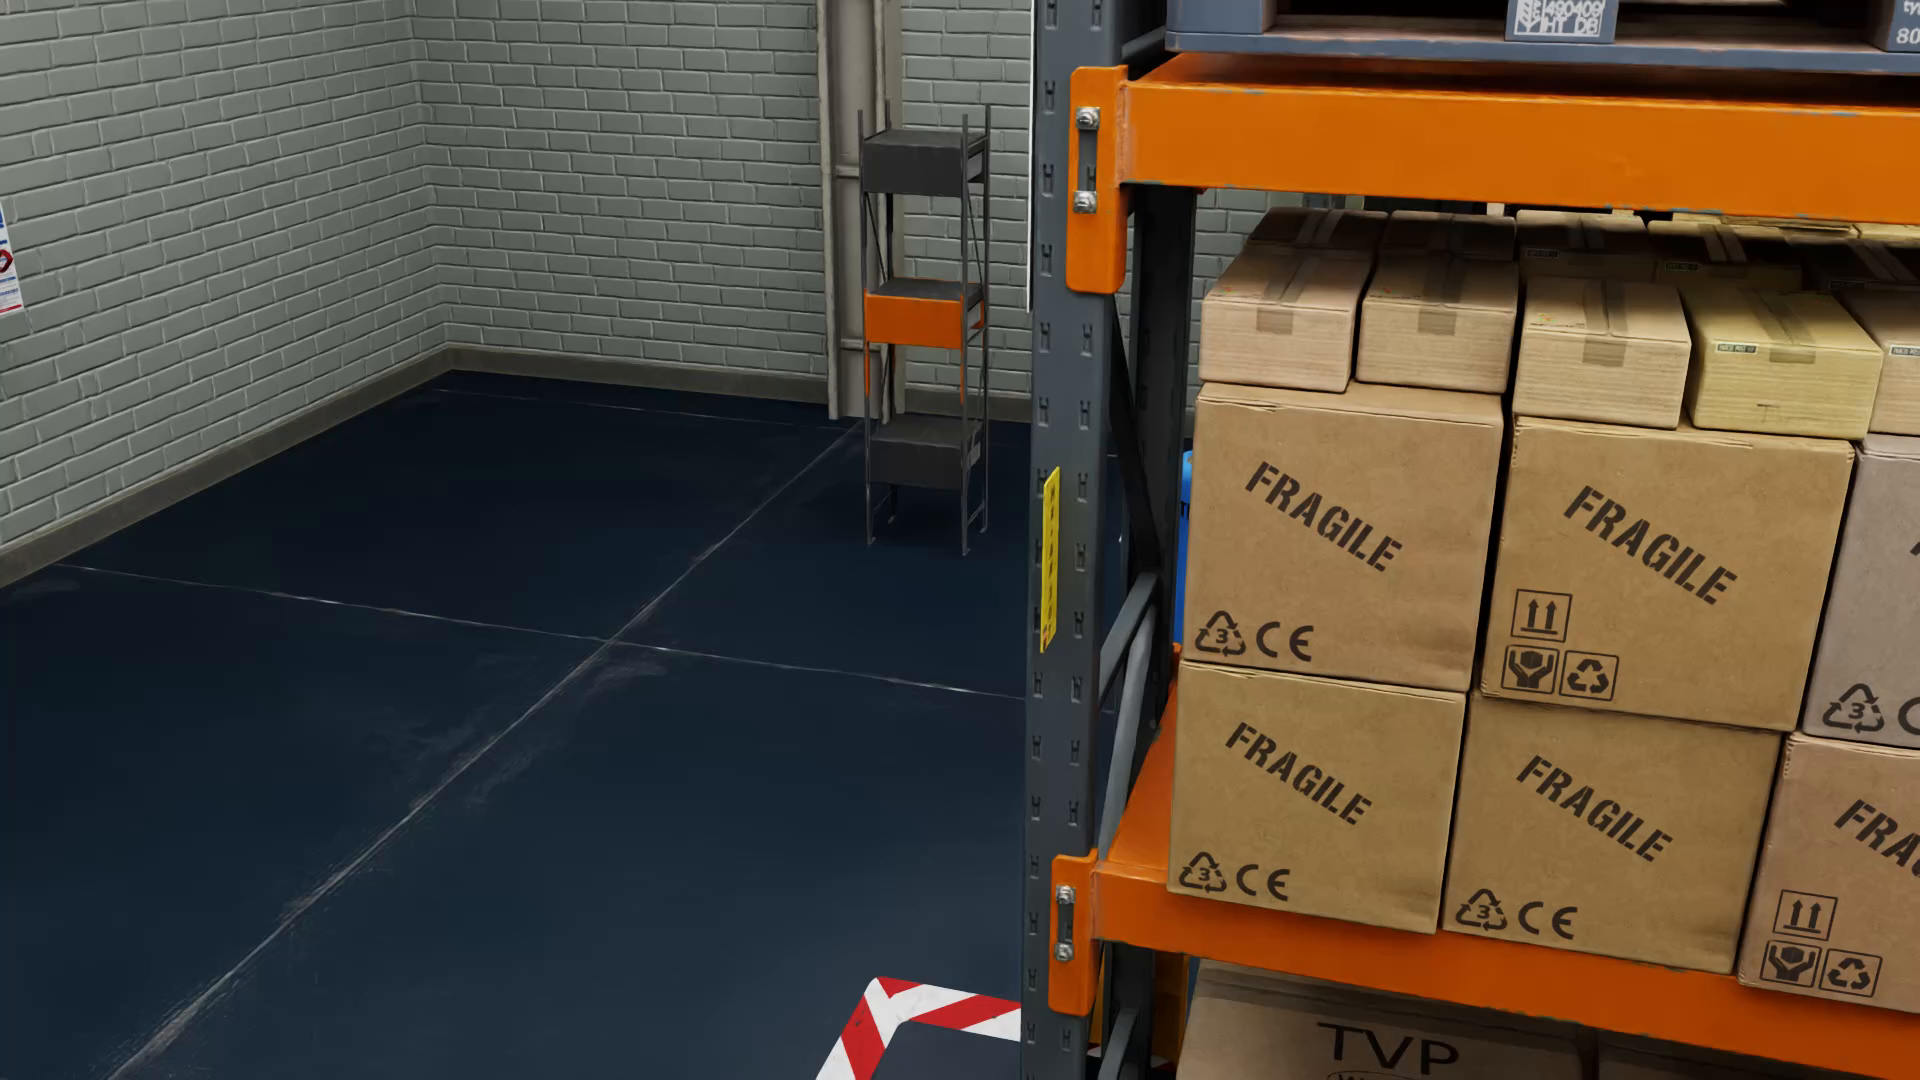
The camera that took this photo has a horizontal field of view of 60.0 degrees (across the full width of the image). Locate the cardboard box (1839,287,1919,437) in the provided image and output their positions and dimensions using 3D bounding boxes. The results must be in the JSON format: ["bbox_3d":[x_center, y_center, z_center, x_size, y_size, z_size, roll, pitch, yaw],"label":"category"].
[{"bbox_3d":[1.599,-0.291,2.724,0.250,0.149,0.380,7,23,16],"label":"cardboard box"}]

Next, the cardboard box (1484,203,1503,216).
[{"bbox_3d":[2.597,-1.396,7.527,0.500,0.250,0.500,7,23,16],"label":"cardboard box"}]

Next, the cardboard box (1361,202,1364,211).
[{"bbox_3d":[2.115,-1.451,7.661,0.500,0.250,0.500,7,23,16],"label":"cardboard box"}]

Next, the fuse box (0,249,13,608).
[{"bbox_3d":[-4.331,-0.488,7.204,0.414,1.711,0.539,7,23,16],"label":"fuse box"}]

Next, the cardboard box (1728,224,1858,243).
[{"bbox_3d":[3.579,-1.293,7.277,0.500,0.250,0.500,6,23,14],"label":"cardboard box"}]

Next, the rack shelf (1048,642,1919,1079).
[{"bbox_3d":[2.242,0.825,3.254,4.000,0.370,1.077,7,23,16],"label":"rack shelf"}]

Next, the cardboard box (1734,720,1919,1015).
[{"bbox_3d":[1.678,0.491,2.988,0.500,0.500,0.500,6,23,15],"label":"cardboard box"}]

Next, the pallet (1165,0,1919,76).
[{"bbox_3d":[1.041,-0.996,2.910,1.213,0.211,1.003,7,23,15],"label":"pallet"}]

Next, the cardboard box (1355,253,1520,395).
[{"bbox_3d":[0.859,-0.394,2.973,0.250,0.149,0.380,7,23,17],"label":"cardboard box"}]

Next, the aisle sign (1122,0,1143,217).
[{"bbox_3d":[0.348,-1.050,3.452,0.004,0.787,0.394,7,23,16],"label":"aisle sign"}]

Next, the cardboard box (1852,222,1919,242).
[{"bbox_3d":[4.072,-1.237,7.138,0.500,0.250,0.500,6,23,15],"label":"cardboard box"}]

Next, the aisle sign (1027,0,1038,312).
[{"bbox_3d":[0.175,-0.832,2.921,0.004,0.787,0.394,7,23,16],"label":"aisle sign"}]

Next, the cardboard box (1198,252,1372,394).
[{"bbox_3d":[0.588,-0.396,2.980,0.250,0.149,0.380,7,23,17],"label":"cardboard box"}]

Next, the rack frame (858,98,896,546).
[{"bbox_3d":[-0.392,-1.016,7.981,0.015,2.100,0.400,7,23,16],"label":"rack frame"}]

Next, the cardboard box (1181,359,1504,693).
[{"bbox_3d":[0.705,-0.080,3.062,0.500,0.500,0.500,6,23,14],"label":"cardboard box"}]

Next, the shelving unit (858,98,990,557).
[{"bbox_3d":[-0.158,-0.990,7.916,0.503,2.100,0.431,7,23,16],"label":"shelving unit"}]

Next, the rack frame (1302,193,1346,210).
[{"bbox_3d":[1.758,-1.531,8.049,0.127,3.000,1.000,7,23,16],"label":"rack frame"}]

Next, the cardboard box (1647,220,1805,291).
[{"bbox_3d":[1.480,-0.510,3.257,0.250,0.149,0.380,7,23,17],"label":"cardboard box"}]

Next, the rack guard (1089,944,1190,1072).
[{"bbox_3d":[0.305,1.427,4.133,0.348,0.500,1.175,7,23,16],"label":"rack guard"}]

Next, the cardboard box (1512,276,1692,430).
[{"bbox_3d":[1.075,-0.323,2.802,0.250,0.149,0.380,7,23,17],"label":"cardboard box"}]

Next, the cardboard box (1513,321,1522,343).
[{"bbox_3d":[1.367,-0.223,3.411,0.500,0.500,0.500,7,23,16],"label":"cardboard box"}]

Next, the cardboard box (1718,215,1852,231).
[{"bbox_3d":[3.551,-1.634,7.119,0.500,0.500,0.500,7,23,17],"label":"cardboard box"}]

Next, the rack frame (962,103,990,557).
[{"bbox_3d":[0.075,-0.963,7.851,0.015,2.100,0.400,7,23,16],"label":"rack frame"}]

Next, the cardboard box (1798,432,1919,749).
[{"bbox_3d":[1.697,0.028,2.800,0.500,0.500,0.500,6,23,15],"label":"cardboard box"}]

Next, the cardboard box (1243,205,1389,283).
[{"bbox_3d":[0.729,-0.569,3.401,0.250,0.149,0.380,7,23,16],"label":"cardboard box"}]

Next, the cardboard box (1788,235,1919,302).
[{"bbox_3d":[1.710,-0.456,3.124,0.250,0.149,0.380,6,23,15],"label":"cardboard box"}]

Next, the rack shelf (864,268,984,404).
[{"bbox_3d":[-0.158,-0.977,7.921,0.480,0.518,0.431,7,23,16],"label":"rack shelf"}]

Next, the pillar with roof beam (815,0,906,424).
[{"bbox_3d":[-1.807,-3.365,4.617,0.400,9.000,9.100,7,23,16],"label":"pillar with roof beam"}]

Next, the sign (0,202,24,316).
[{"bbox_3d":[-4.386,-1.242,7.471,0.001,0.494,0.329,7,23,16],"label":"sign"}]

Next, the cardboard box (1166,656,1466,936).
[{"bbox_3d":[0.704,0.384,3.250,0.500,0.500,0.500,6,23,15],"label":"cardboard box"}]

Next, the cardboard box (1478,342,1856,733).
[{"bbox_3d":[1.202,-0.026,2.931,0.500,0.500,0.500,6,23,14],"label":"cardboard box"}]

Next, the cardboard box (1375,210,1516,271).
[{"bbox_3d":[0.979,-0.550,3.355,0.250,0.149,0.380,7,23,16],"label":"cardboard box"}]

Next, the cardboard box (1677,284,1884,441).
[{"bbox_3d":[1.332,-0.301,2.747,0.250,0.149,0.380,6,23,14],"label":"cardboard box"}]

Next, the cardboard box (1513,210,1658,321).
[{"bbox_3d":[1.251,-0.552,3.360,0.250,0.149,0.380,6,23,15],"label":"cardboard box"}]

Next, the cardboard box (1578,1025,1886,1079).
[{"bbox_3d":[1.867,1.397,3.733,0.875,0.438,0.875,7,23,17],"label":"cardboard box"}]

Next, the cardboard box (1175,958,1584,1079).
[{"bbox_3d":[0.988,1.300,3.970,0.875,0.438,0.875,6,23,14],"label":"cardboard box"}]

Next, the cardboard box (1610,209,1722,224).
[{"bbox_3d":[3.083,-1.342,7.394,0.500,0.250,0.500,6,23,14],"label":"cardboard box"}]

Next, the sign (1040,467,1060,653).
[{"bbox_3d":[0.162,0.037,2.982,0.005,0.325,0.100,7,23,16],"label":"sign"}]

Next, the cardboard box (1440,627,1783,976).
[{"bbox_3d":[1.197,0.429,3.140,0.500,0.500,0.500,6,23,15],"label":"cardboard box"}]

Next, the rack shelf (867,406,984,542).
[{"bbox_3d":[-0.158,-0.329,8.187,0.480,0.518,0.431,7,23,16],"label":"rack shelf"}]

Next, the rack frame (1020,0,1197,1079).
[{"bbox_3d":[0.328,0.273,3.652,0.127,3.000,1.000,7,23,16],"label":"rack frame"}]

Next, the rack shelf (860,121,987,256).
[{"bbox_3d":[-0.158,-1.625,7.655,0.480,0.518,0.431,7,23,16],"label":"rack shelf"}]

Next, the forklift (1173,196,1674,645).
[{"bbox_3d":[2.029,-0.335,5.225,1.130,2.935,3.031,-16,27,-34],"label":"forklift"}]

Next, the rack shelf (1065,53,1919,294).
[{"bbox_3d":[2.242,-0.563,2.685,4.000,0.370,1.077,7,23,16],"label":"rack shelf"}]
